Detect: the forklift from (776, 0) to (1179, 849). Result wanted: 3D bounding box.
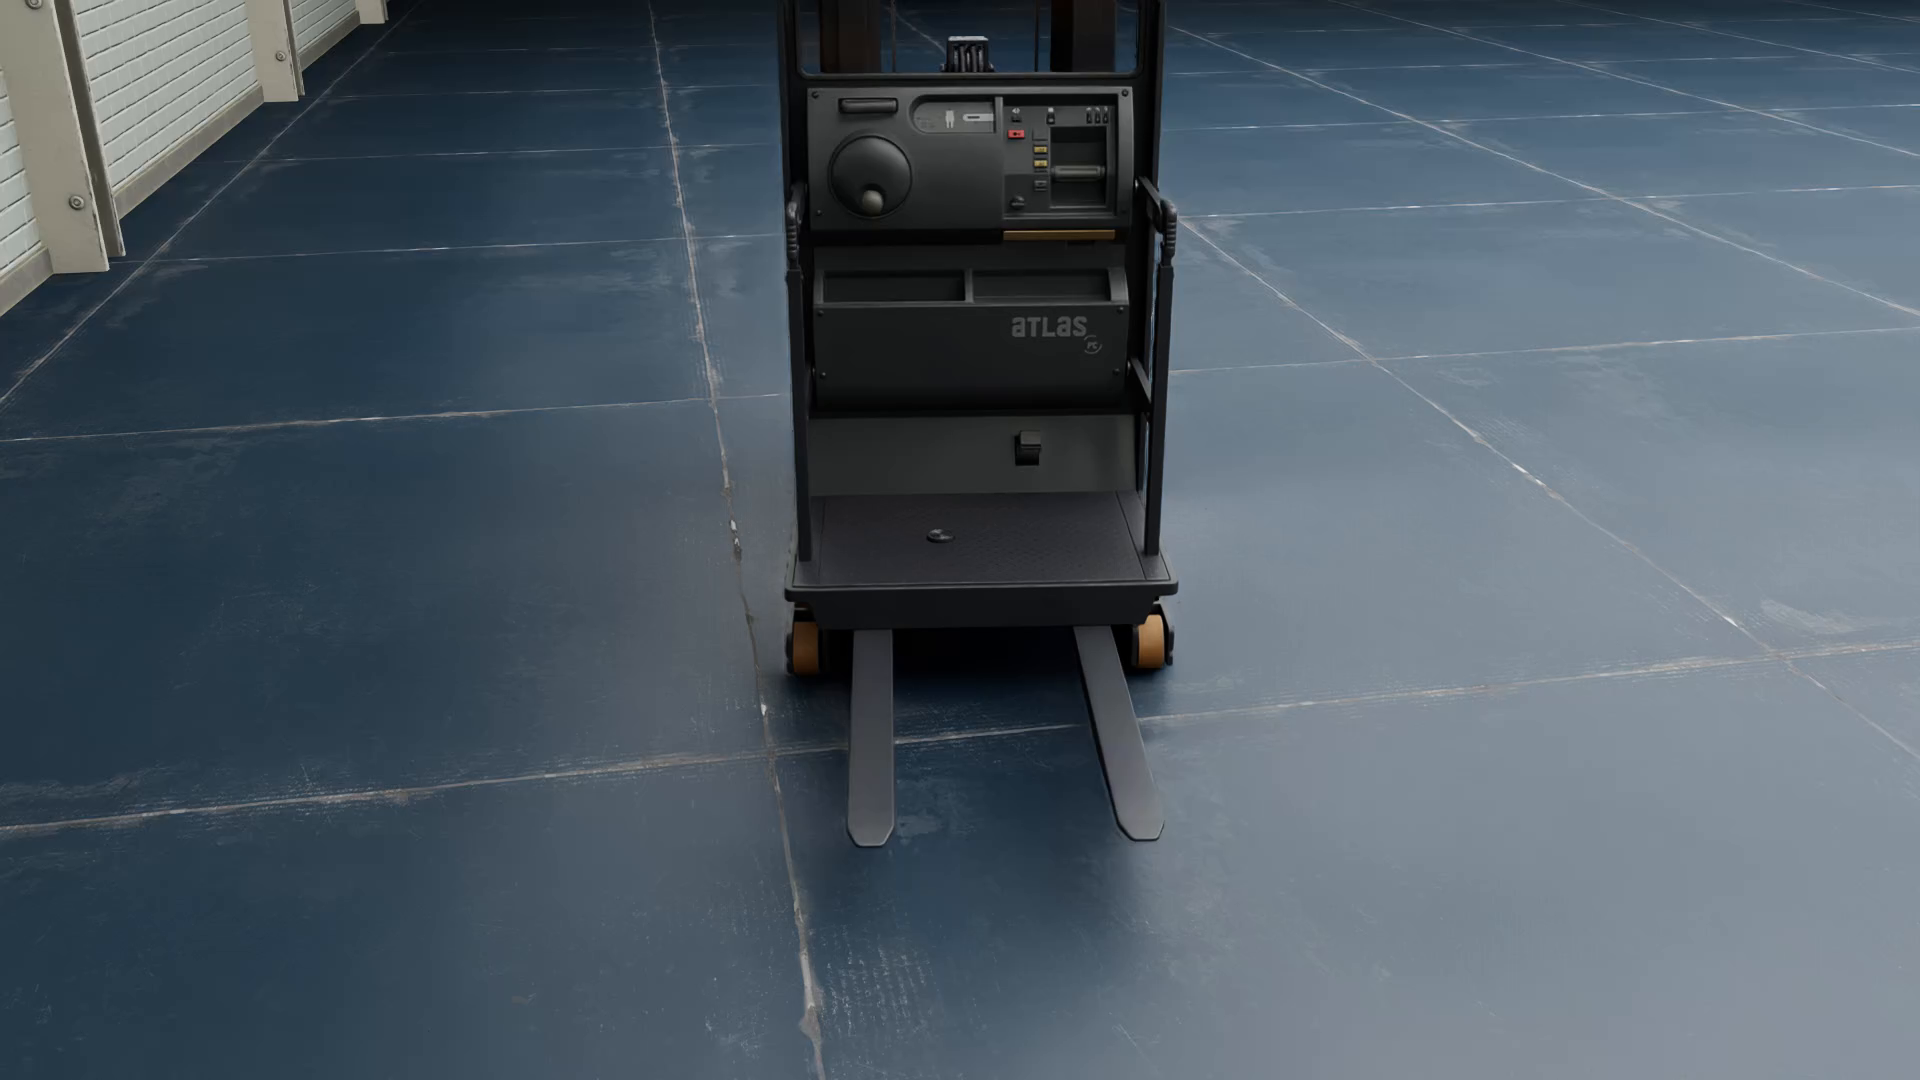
[{"bbox_3d":[0.042,-1.077,4.554,1.130,2.935,3.031,-1,24,-2],"label":"forklift"}]

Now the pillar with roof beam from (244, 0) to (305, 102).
[{"bbox_3d":[-1.750,-8.344,13.612,9.100,9.000,0.400,-4,24,-10],"label":"pillar with roof beam"}]

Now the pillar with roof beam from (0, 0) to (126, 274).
[{"bbox_3d":[-0.641,-5.984,8.208,9.100,9.000,0.400,-4,24,-10],"label":"pillar with roof beam"}]

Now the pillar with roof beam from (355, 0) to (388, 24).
[{"bbox_3d":[-2.860,-10.704,19.016,9.100,9.000,0.400,-4,24,-10],"label":"pillar with roof beam"}]
